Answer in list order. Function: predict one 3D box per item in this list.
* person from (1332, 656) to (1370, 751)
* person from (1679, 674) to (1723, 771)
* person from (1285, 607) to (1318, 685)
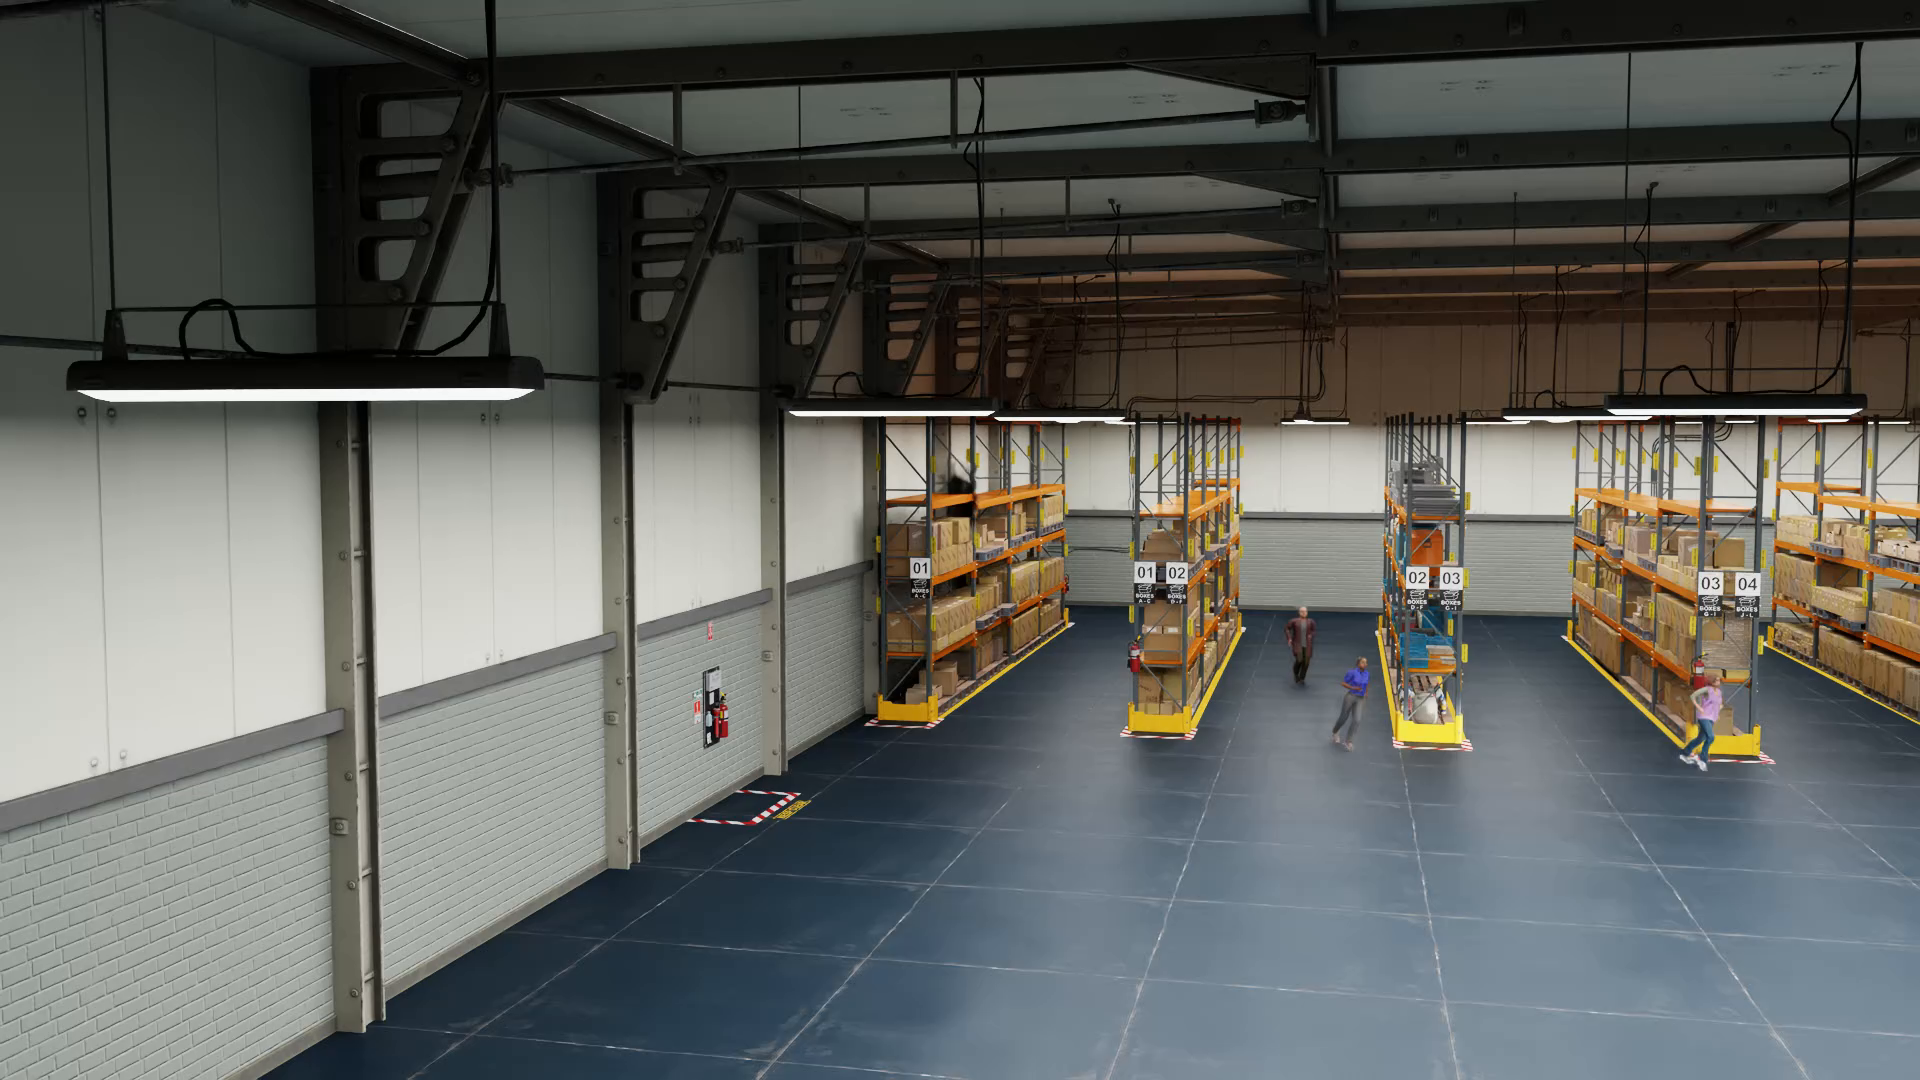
[{"bbox_3d":[7.091,2.895,29.800,0.619,1.638,0.887,0,4,-6],"label":"person"},{"bbox_3d":[12.530,3.057,28.023,0.587,1.626,0.648,-2,5,-33],"label":"person"},{"bbox_3d":[7.585,2.353,36.824,0.691,1.739,0.662,0,4,-1],"label":"person"}]
